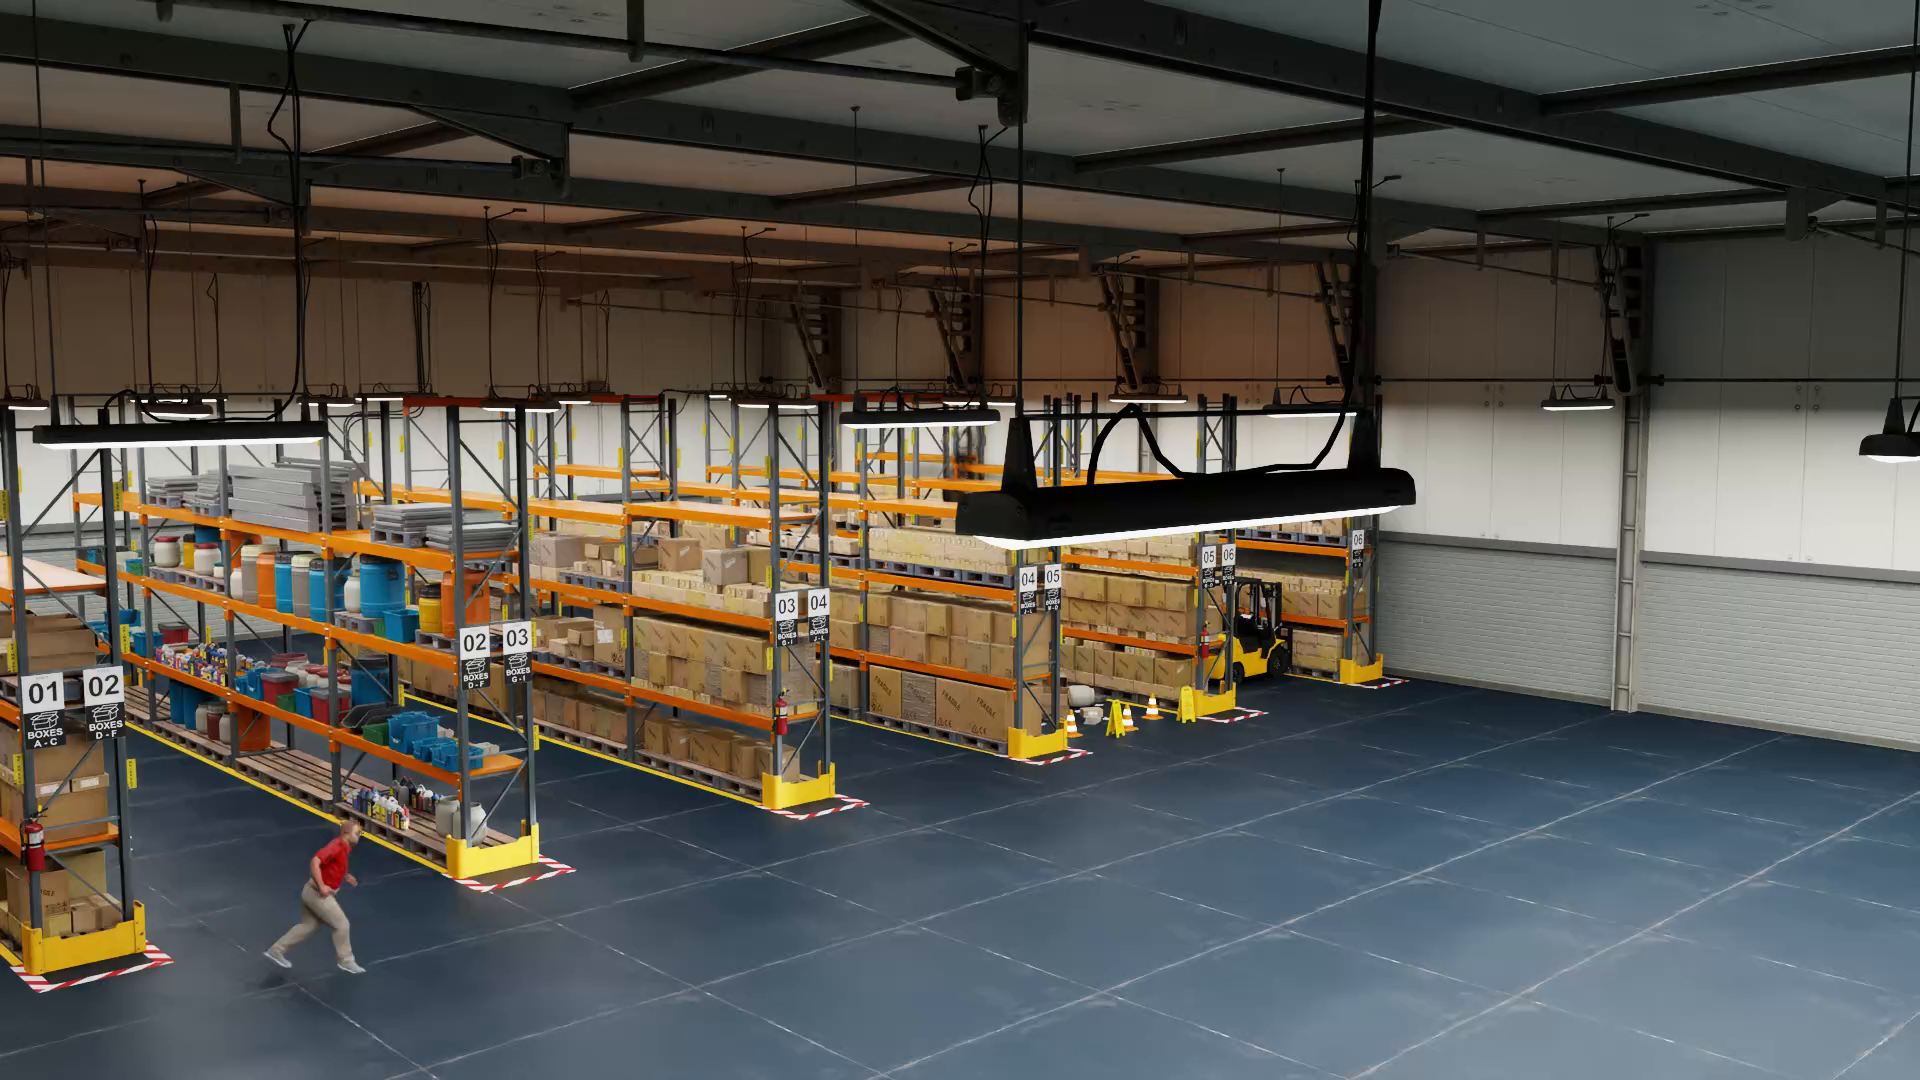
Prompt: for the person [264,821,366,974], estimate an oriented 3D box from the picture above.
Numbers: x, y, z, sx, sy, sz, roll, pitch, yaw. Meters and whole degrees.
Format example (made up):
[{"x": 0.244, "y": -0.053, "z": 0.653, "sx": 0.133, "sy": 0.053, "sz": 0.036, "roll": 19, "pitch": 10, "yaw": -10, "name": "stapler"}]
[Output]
[{"x": -6.857, "y": 3.840, "z": 17.617, "sx": 1.021, "sy": 1.696, "sz": 0.704, "roll": -1, "pitch": 6, "yaw": -13, "name": "person"}]
